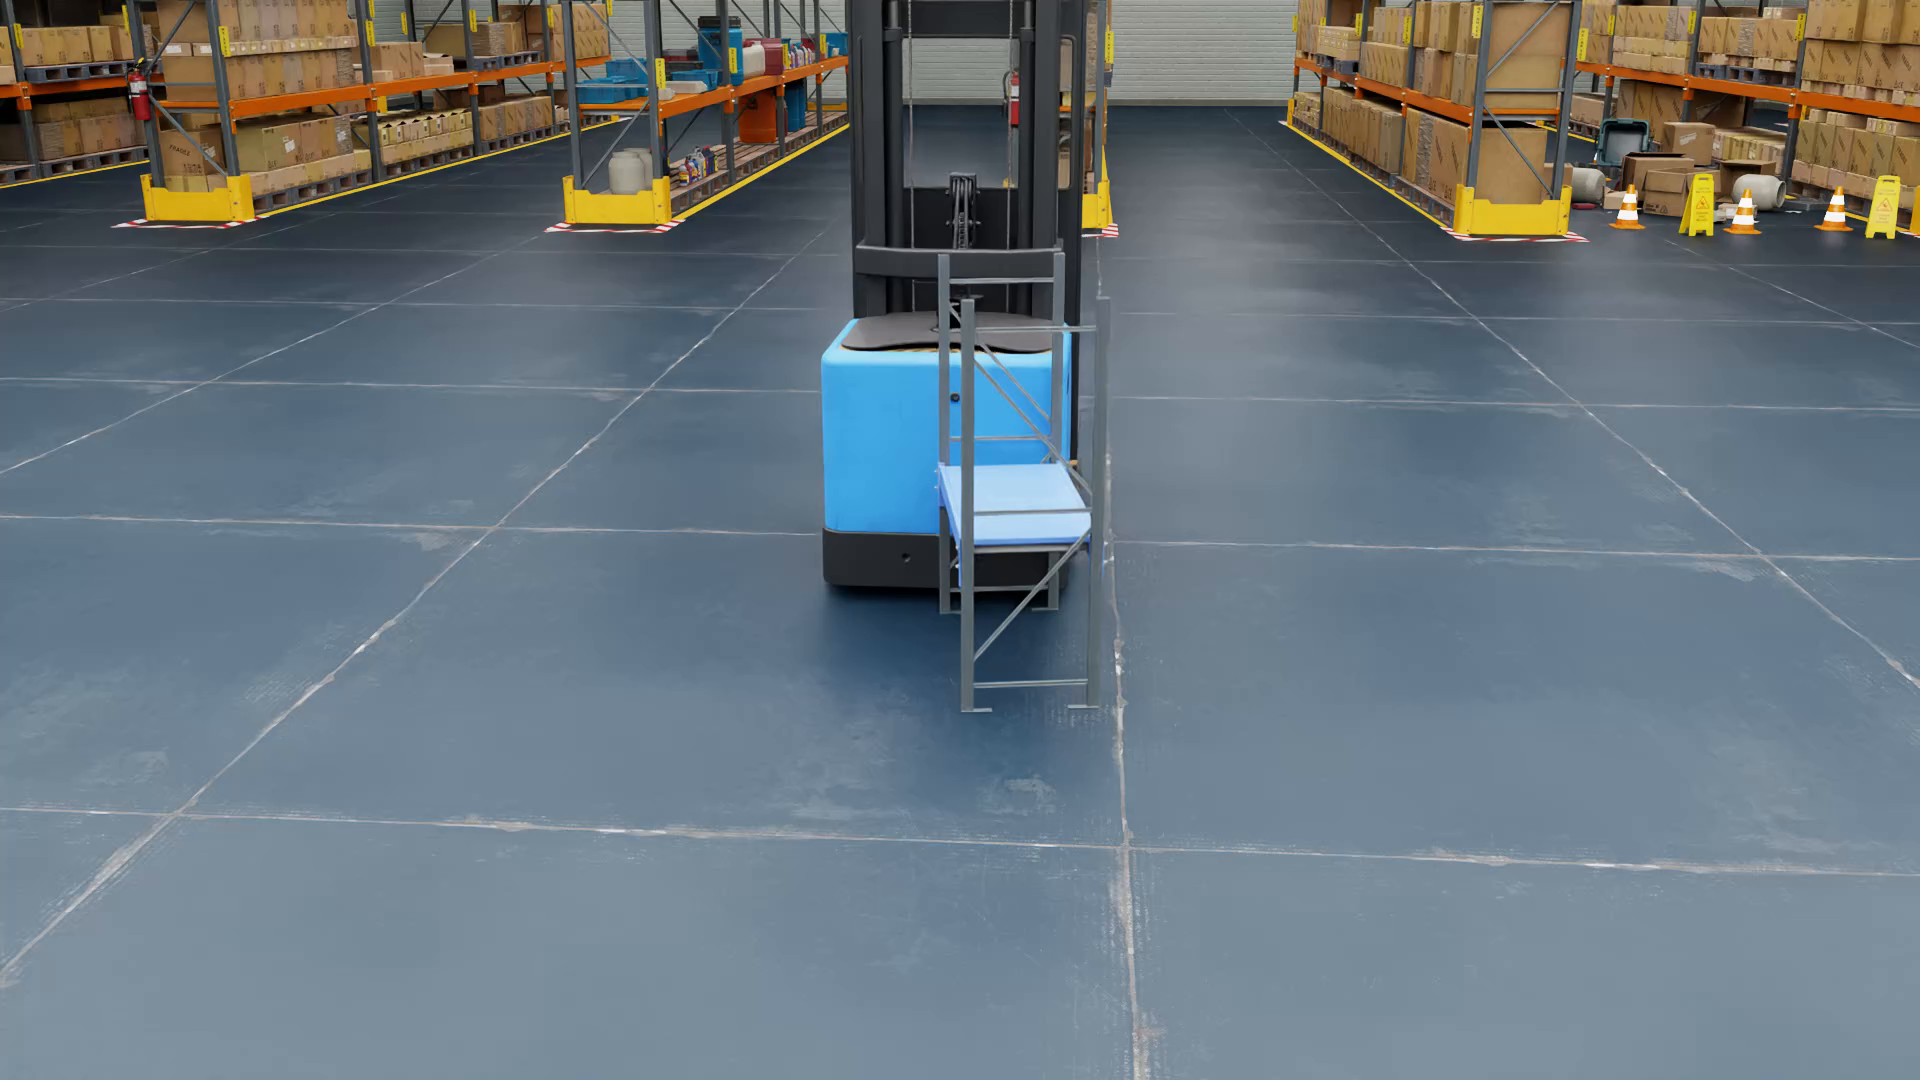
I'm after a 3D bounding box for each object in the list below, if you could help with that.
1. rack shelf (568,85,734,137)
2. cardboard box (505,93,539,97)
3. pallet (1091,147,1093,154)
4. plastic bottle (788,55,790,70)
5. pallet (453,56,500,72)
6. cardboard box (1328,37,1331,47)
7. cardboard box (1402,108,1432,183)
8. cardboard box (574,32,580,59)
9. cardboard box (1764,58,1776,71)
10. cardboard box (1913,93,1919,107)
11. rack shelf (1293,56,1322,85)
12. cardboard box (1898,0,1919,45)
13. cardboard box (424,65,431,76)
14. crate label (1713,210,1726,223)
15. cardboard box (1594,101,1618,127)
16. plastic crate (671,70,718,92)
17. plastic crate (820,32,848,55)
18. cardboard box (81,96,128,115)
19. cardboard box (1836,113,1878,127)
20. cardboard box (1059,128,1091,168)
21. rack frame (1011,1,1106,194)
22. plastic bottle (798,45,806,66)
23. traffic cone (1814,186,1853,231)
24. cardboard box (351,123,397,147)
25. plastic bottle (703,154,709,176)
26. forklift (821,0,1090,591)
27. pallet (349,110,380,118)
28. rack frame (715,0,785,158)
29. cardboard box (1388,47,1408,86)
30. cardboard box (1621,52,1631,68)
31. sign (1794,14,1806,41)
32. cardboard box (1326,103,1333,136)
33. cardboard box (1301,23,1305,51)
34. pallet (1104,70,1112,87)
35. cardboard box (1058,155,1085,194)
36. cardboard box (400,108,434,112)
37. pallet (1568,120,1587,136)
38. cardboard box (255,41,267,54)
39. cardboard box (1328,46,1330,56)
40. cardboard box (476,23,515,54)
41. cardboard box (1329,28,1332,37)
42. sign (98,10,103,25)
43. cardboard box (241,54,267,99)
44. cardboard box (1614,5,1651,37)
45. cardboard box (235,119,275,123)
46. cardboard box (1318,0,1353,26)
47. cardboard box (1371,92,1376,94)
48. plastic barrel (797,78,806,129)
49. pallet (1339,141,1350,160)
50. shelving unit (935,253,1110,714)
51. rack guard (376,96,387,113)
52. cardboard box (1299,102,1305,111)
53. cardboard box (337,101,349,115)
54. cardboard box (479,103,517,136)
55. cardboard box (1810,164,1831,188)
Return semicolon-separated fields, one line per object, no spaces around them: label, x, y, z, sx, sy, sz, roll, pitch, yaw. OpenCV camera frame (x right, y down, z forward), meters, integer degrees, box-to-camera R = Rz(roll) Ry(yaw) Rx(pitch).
rack shelf;-3.724;-5.329;20.526;1.077;0.370;4.000;1;18;4
cardboard box;-8.190;-8.093;31.113;0.500;0.500;0.500;1;18;4
pallet;1.589;-5.856;25.457;1.003;0.211;1.213;1;18;4
plastic bottle;-2.836;-7.862;27.288;0.061;0.283;0.133;1;18;4
pallet;-8.256;-7.767;27.119;1.213;0.211;1.003;1;18;4
cardboard box;6.297;-8.226;27.462;0.380;0.149;0.250;1;18;3
cardboard box;6.185;-5.036;21.212;0.875;0.875;0.875;2;18;5
cardboard box;-7.568;-9.403;31.641;0.500;0.500;0.500;1;18;4
cardboard box;11.025;-6.369;22.272;0.380;0.149;0.250;1;18;3
cardboard box;10.678;-4.801;18.161;0.380;0.149;0.250;1;18;3
rack shelf;7.016;-8.804;31.129;1.077;0.370;4.000;1;18;4
cardboard box;10.820;-5.703;18.266;0.700;0.500;0.500;1;18;4
cardboard box;-8.270;-7.130;25.268;0.380;0.149;0.250;3;18;8
crate label;8.564;-3.685;18.949;0.250;0.136;0.298;-9;20;-25
cardboard box;11.970;-7.620;29.801;0.875;0.438;0.875;1;18;3
plastic crate;-3.389;-5.872;21.265;0.499;0.251;0.616;1;18;4
plastic crate;-2.558;-9.957;33.338;0.616;0.435;0.499;1;18;4
cardboard box;-13.279;-6.733;25.757;0.500;0.250;0.500;2;18;5
cardboard box;10.812;-5.060;20.044;0.380;0.149;0.250;2;18;7
cardboard box;1.425;-5.393;22.873;0.700;0.500;0.500;0;18;0
rack frame;1.073;-4.940;18.180;1.000;3.000;0.127;1;18;4
plastic bottle;-2.760;-8.403;28.831;0.144;0.351;0.185;1;18;4
traffic cone;9.701;-3.675;18.396;0.336;0.463;0.334;1;18;4
cardboard box;-8.243;-5.686;23.300;0.500;0.311;0.500;1;18;4
plastic bottle;-3.323;-4.893;21.694;0.061;0.283;0.133;3;18;8
forklift;0.055;-1.588;8.061;1.130;2.935;3.031;2;18;5
pallet;-12.581;-8.665;34.029;1.003;0.211;1.213;1;18;4
rack frame;-3.294;-7.535;26.101;1.000;3.000;0.127;1;18;4
cardboard box;6.106;-6.412;22.514;0.500;0.500;0.500;1;18;3
cardboard box;11.487;-8.082;28.013;0.500;0.250;0.500;1;18;3
sign;10.690;-6.522;21.151;0.100;0.325;0.005;1;18;4
cardboard box;6.519;-7.148;28.261;0.500;0.500;0.500;2;18;6
cardboard box;6.839;-9.655;31.935;0.500;0.500;0.500;1;18;4
pallet;1.559;-6.325;22.716;1.003;0.211;1.213;1;18;4
cardboard box;1.134;-4.145;19.095;0.500;0.500;0.500;5;19;14
cardboard box;-8.565;-6.650;26.241;0.500;0.311;0.500;2;18;6
pallet;12.035;-7.734;31.189;1.003;0.211;1.213;1;18;4
cardboard box;-8.509;-5.872;19.825;0.380;0.149;0.250;1;18;3
cardboard box;6.298;-8.087;27.514;0.380;0.149;0.250;1;18;3
cardboard box;-8.013;-8.586;28.473;0.700;0.500;0.500;-3;18;-10
cardboard box;6.294;-8.374;27.434;0.380;0.149;0.250;2;18;6
sign;-13.729;-8.317;26.630;0.100;0.325;0.005;1;18;4
cardboard box;-8.729;-5.517;19.783;0.700;0.500;0.500;2;18;5
cardboard box;11.499;-8.838;28.311;0.500;0.500;0.500;1;18;5
cardboard box;-8.972;-5.050;21.056;0.500;0.500;0.500;1;18;4
cardboard box;6.637;-9.340;29.367;0.500;0.500;0.500;1;18;2
cardboard box;6.962;-7.170;27.122;0.500;0.250;0.500;1;18;4
plastic barrel;-3.063;-7.811;29.639;0.600;0.901;0.708;1;18;4
pallet;6.644;-6.200;26.504;1.003;0.211;1.213;1;18;4
shelving unit;0.209;-0.253;6.285;0.538;1.500;1.048;-2;18;-5
rack guard;-12.600;-9.060;34.770;1.175;0.500;0.348;1;18;4
cardboard box;6.734;-8.357;32.036;0.380;0.149;0.250;2;18;6
cardboard box;-12.624;-8.721;33.061;0.700;0.500;0.500;1;18;2
cardboard box;-7.844;-7.121;28.146;0.500;0.500;0.500;1;18;3
cardboard box;10.905;-4.510;20.612;0.500;0.250;0.500;2;18;7
